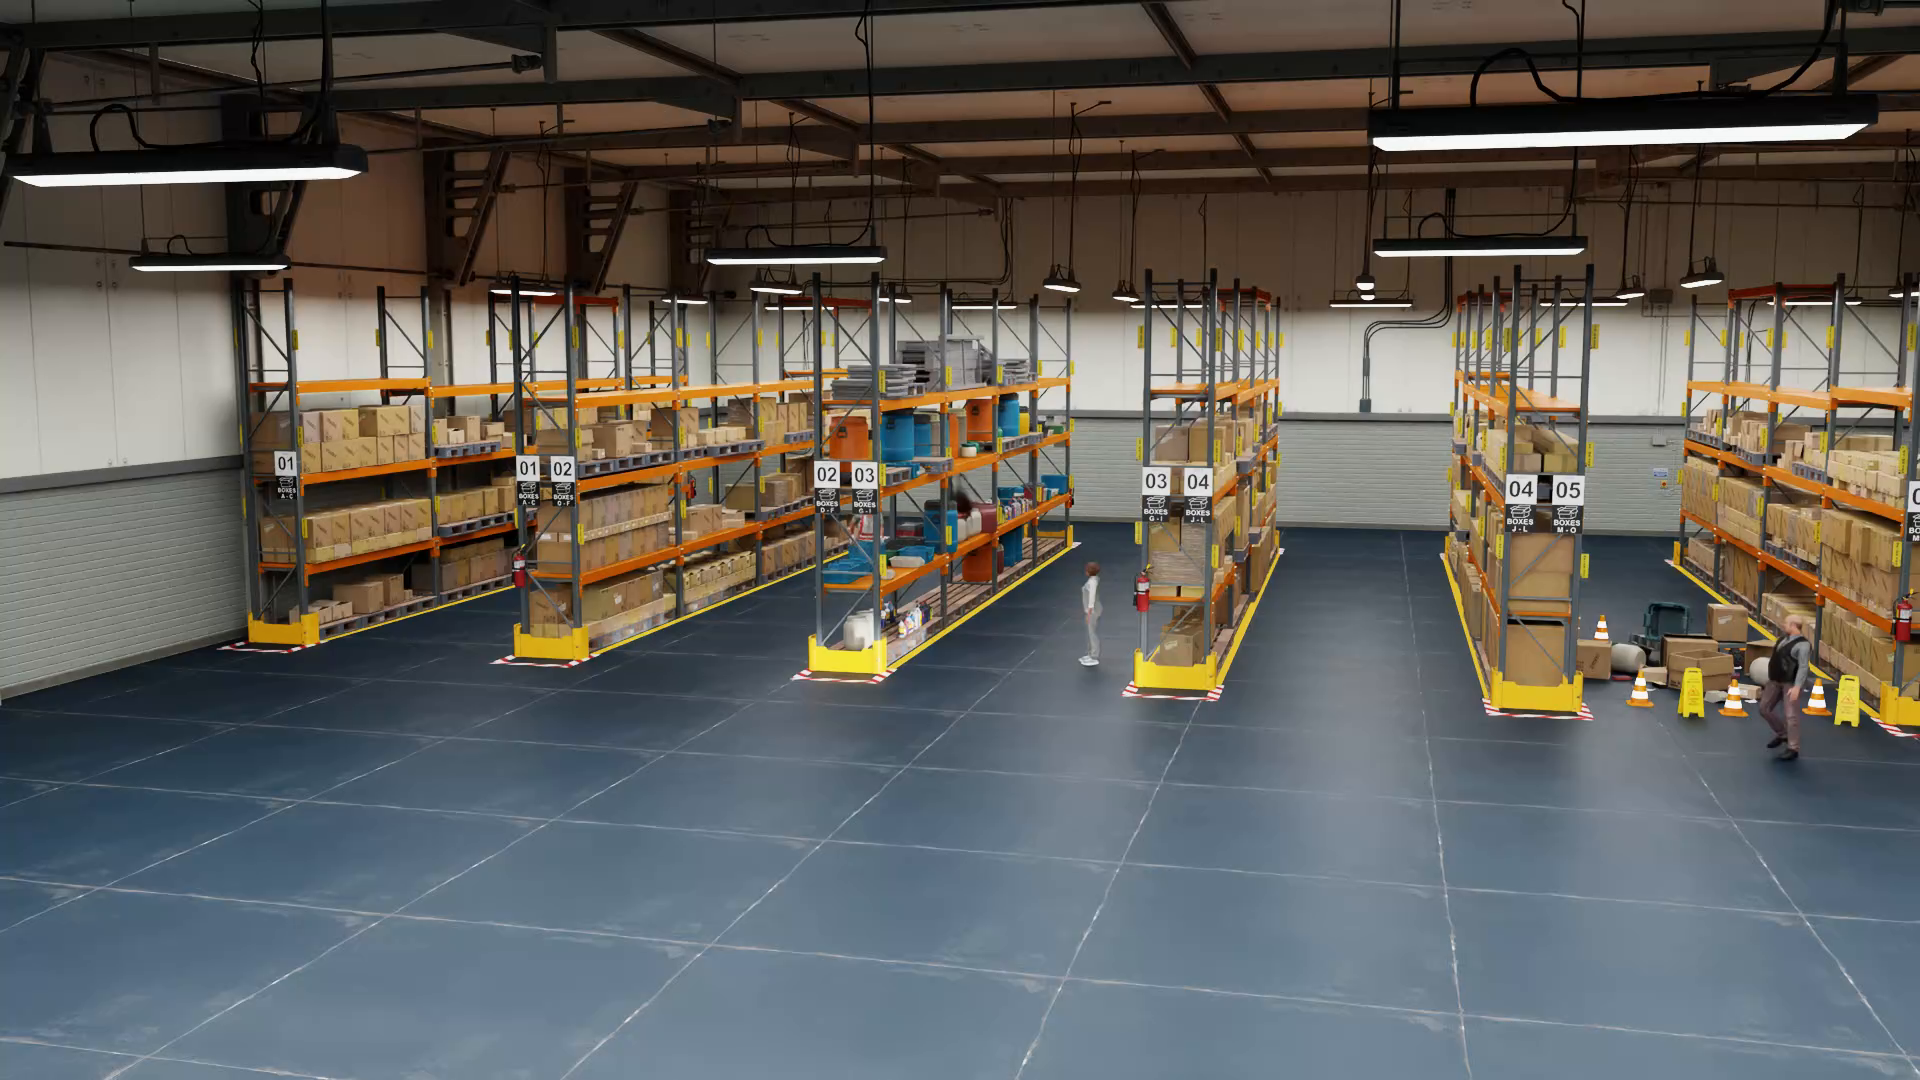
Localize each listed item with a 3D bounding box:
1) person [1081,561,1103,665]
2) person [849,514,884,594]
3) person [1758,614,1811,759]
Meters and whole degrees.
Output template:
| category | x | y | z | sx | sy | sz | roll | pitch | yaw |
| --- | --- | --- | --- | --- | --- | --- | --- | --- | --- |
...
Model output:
| category | x | y | z | sx | sy | sz | roll | pitch | yaw |
| --- | --- | --- | --- | --- | --- | --- | --- | --- | --- |
| person | 2.039 | 1.121 | 25.720 | 0.352 | 1.601 | 0.463 | 1 | 7 | 10 |
| person | -1.774 | 0.079 | 31.884 | 0.773 | 1.813 | 0.868 | 2 | 7 | 18 |
| person | 9.981 | 1.742 | 20.070 | 0.458 | 1.726 | 0.625 | -2 | 7 | -15 |
